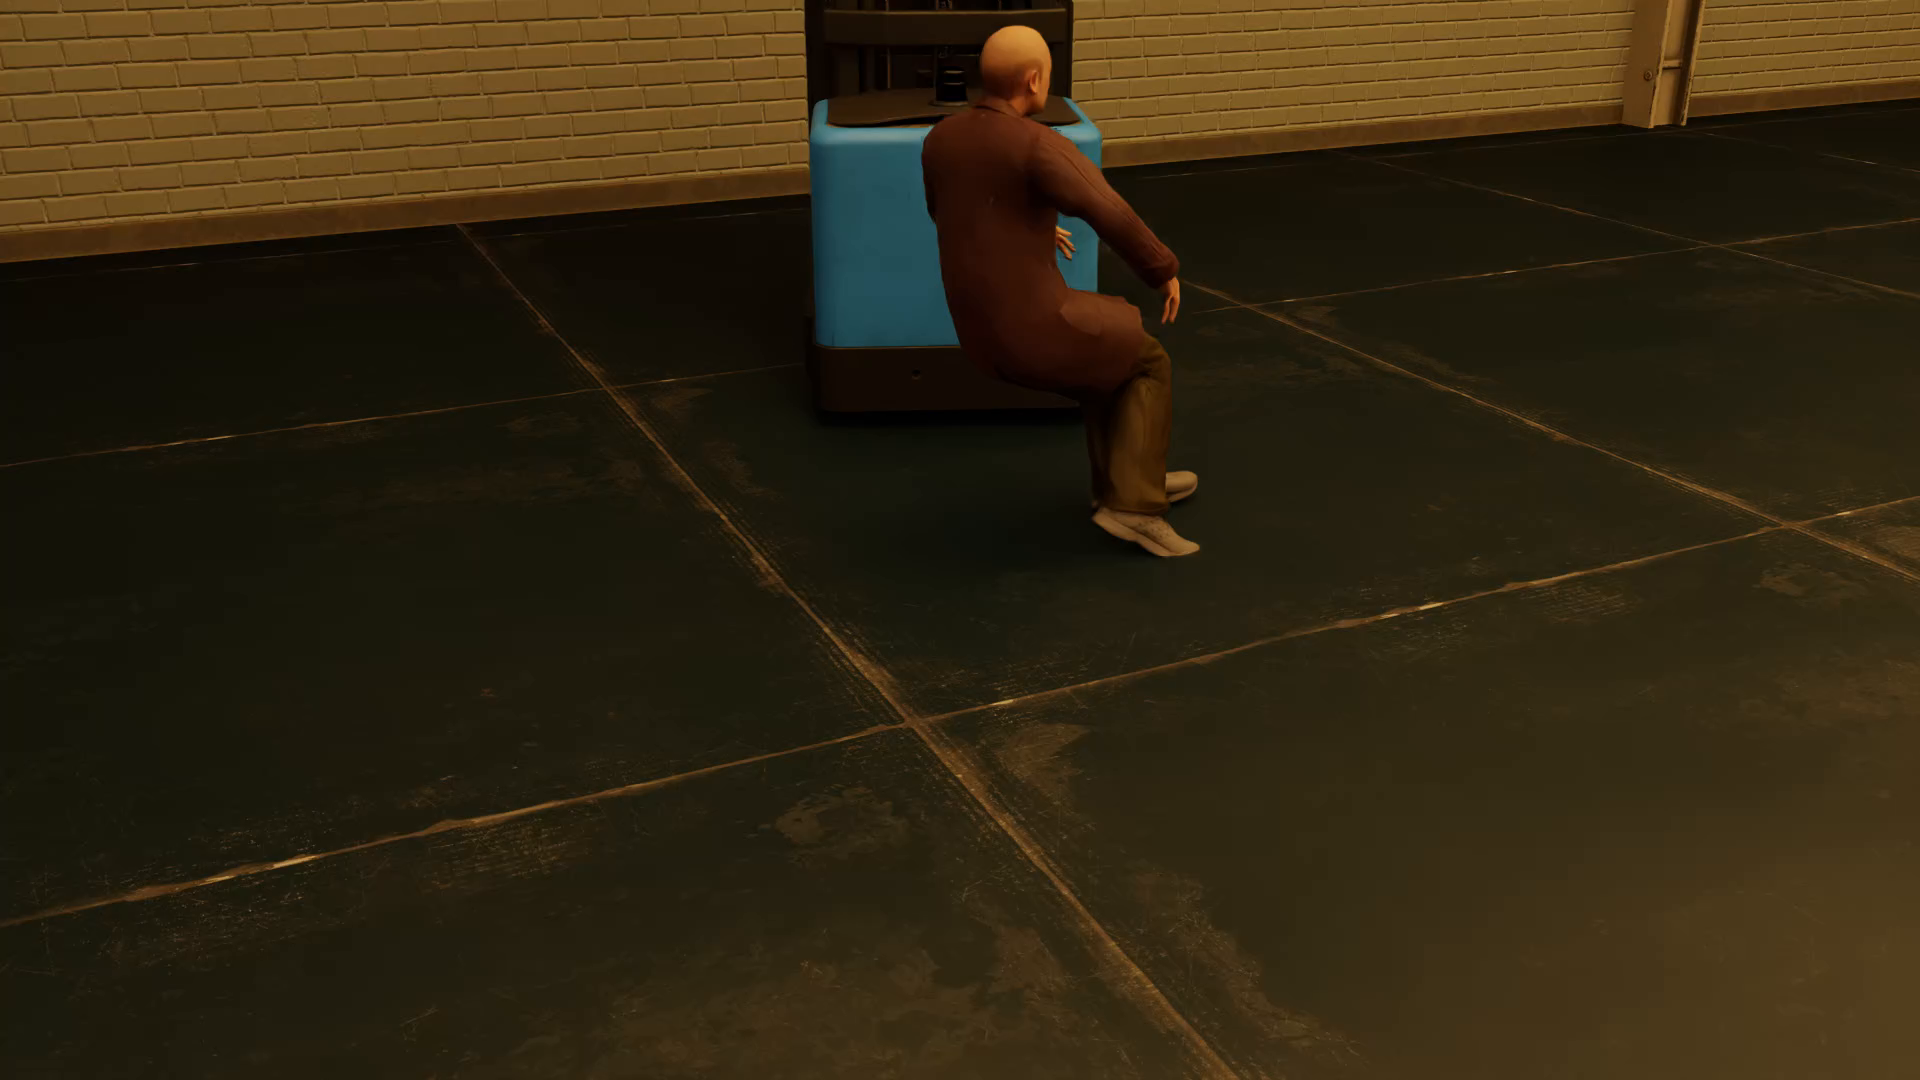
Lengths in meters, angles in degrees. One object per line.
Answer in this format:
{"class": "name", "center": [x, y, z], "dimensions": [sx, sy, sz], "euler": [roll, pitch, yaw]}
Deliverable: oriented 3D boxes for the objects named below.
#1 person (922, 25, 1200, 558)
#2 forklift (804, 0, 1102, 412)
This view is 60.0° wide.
{"class": "person", "center": [0.356, -0.736, 4.968], "dimensions": [0.909, 1.564, 0.865], "euler": [-19, 29, -38]}
{"class": "forklift", "center": [-0.101, -2.340, 6.919], "dimensions": [1.130, 2.935, 3.031], "euler": [-1, 23, -3]}
